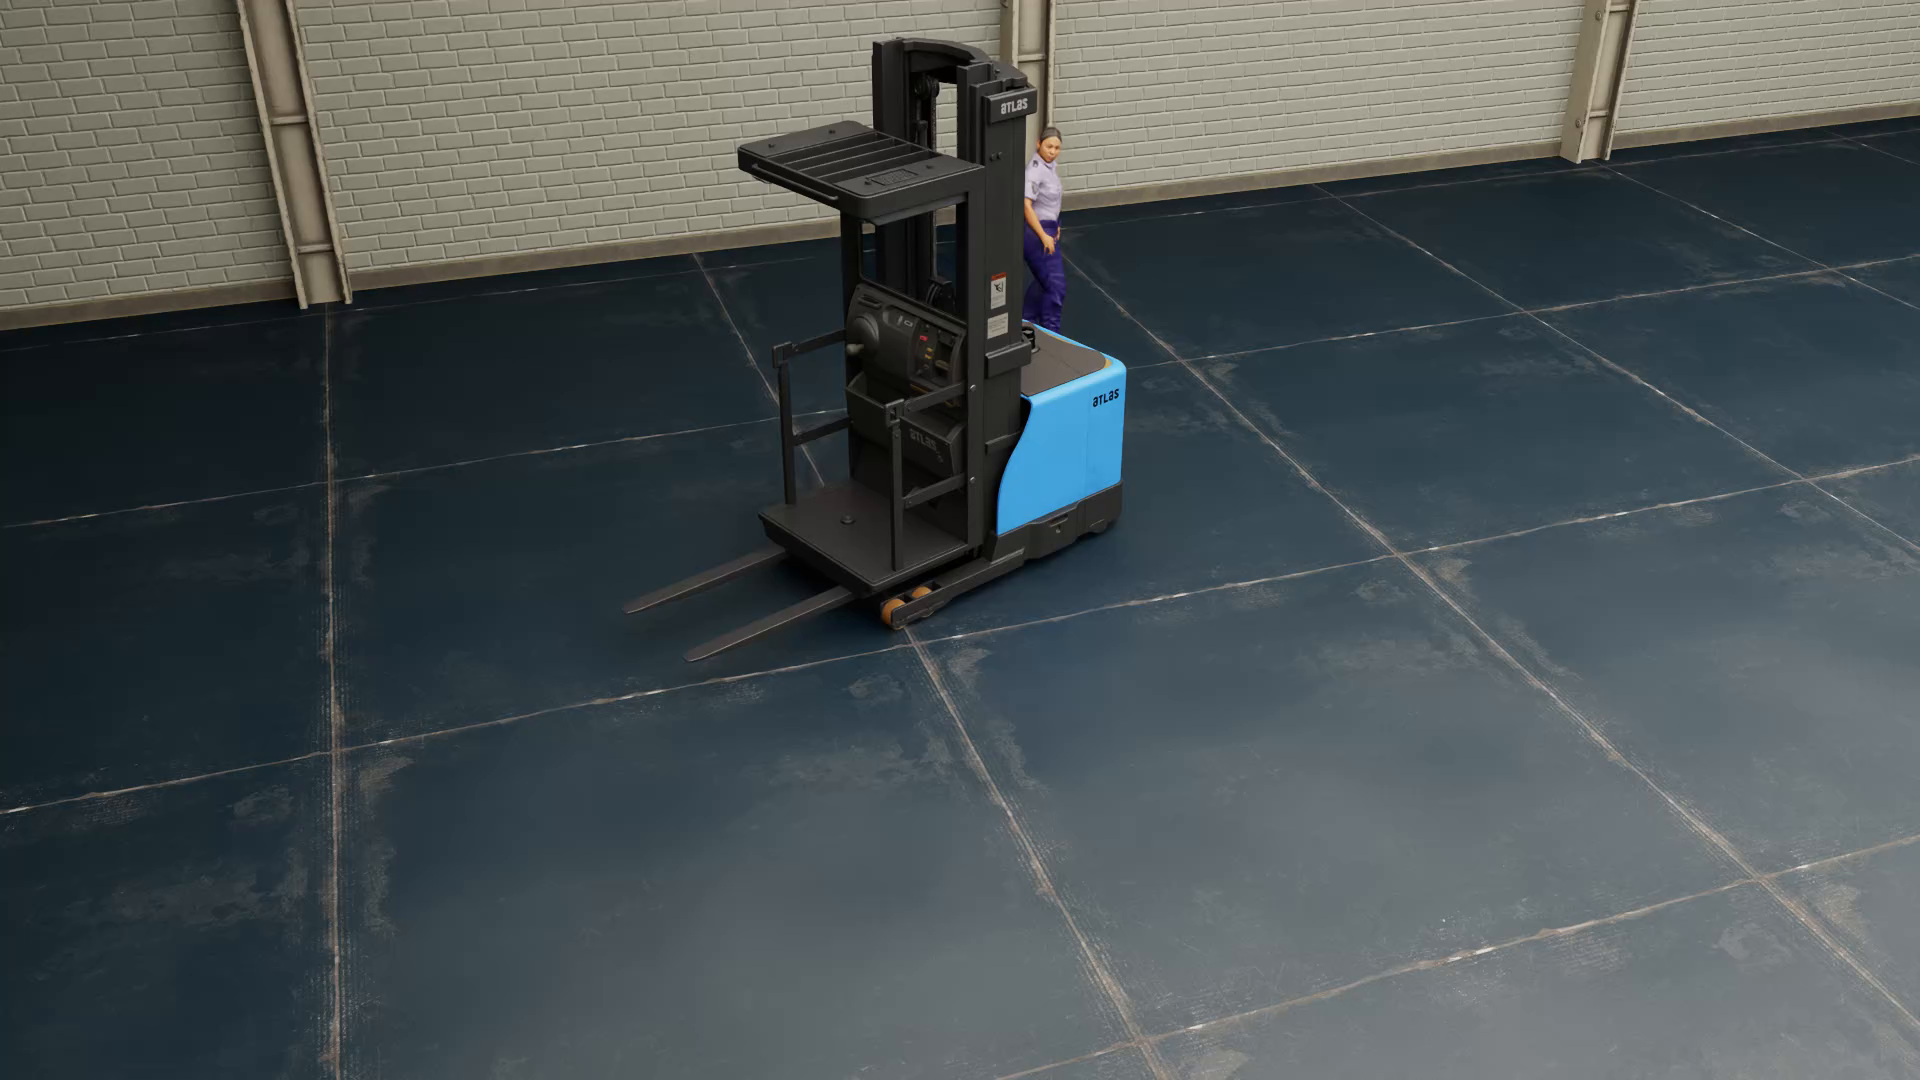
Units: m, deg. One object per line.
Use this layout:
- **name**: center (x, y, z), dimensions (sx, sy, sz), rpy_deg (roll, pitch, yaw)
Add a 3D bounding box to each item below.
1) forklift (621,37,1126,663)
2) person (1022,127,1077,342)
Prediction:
- **forklift**: center (-0.461, -1.072, 8.951), dimensions (3.031, 2.935, 1.130), rpy_deg (-23, 37, -34)
- **person**: center (0.654, -2.237, 12.289), dimensions (0.485, 1.629, 0.680), rpy_deg (0, 30, 1)
